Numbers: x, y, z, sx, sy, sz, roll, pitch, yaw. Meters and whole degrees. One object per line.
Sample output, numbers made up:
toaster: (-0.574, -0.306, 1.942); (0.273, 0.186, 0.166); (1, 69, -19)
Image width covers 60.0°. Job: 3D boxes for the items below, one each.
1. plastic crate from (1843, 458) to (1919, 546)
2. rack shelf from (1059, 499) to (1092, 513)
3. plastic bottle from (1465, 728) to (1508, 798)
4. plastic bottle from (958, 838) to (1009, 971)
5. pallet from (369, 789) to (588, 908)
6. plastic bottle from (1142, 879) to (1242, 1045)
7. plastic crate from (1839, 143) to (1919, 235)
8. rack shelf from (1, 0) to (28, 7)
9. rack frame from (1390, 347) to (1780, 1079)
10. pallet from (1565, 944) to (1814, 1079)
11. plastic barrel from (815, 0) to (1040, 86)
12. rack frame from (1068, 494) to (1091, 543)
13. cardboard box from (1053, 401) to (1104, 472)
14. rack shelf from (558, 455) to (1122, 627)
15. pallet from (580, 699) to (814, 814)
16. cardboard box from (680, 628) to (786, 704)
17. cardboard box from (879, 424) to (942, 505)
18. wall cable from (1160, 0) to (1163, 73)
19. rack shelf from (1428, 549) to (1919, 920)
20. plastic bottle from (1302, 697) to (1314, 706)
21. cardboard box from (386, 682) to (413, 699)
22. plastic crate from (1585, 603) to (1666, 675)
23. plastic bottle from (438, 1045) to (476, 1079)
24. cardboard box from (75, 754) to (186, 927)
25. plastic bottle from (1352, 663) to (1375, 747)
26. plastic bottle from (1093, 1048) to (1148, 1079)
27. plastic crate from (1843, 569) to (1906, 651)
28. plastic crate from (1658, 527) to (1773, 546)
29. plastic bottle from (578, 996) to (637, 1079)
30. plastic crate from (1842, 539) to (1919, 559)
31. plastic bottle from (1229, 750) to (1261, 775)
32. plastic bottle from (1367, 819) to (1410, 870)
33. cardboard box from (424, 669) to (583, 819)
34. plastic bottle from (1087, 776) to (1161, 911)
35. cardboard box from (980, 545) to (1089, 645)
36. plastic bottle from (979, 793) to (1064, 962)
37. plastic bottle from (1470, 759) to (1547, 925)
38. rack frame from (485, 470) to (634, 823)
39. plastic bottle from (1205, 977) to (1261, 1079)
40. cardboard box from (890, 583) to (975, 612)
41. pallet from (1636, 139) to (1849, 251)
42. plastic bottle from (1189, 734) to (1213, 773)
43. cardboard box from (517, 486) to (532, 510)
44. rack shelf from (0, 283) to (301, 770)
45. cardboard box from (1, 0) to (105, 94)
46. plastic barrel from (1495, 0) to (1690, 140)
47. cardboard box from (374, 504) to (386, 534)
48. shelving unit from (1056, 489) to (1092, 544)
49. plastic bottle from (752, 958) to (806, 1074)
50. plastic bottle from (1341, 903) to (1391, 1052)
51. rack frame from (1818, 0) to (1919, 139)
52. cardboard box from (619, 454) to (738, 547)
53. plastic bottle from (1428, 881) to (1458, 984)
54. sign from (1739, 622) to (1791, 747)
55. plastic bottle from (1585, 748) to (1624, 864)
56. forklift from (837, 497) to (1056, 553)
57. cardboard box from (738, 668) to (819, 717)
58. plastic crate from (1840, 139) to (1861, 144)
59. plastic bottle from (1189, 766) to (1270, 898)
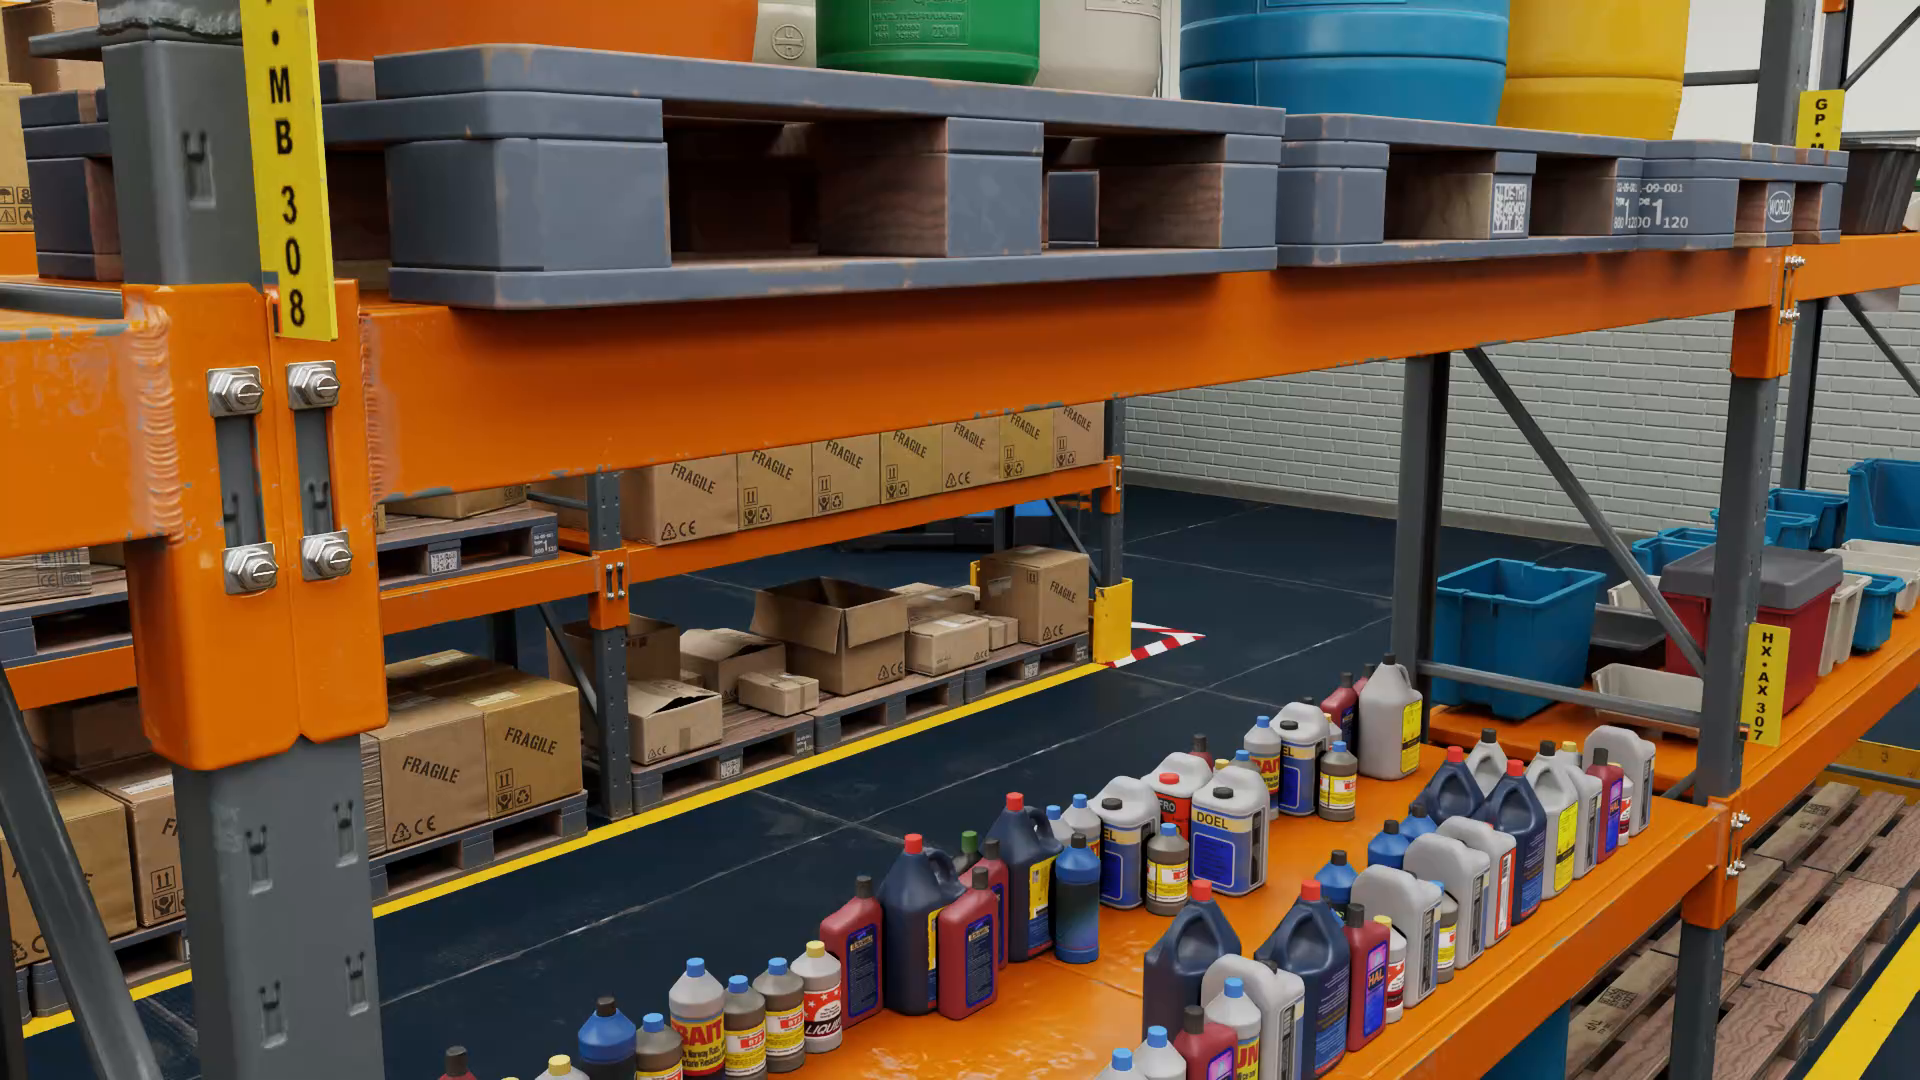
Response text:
plastic crate: (4.285, -0.113, 7.374); (0.616, 0.435, 0.499); (10, 15, 40)
rack shelf: (0.993, -0.284, 14.510); (0.258, 0.103, 0.180); (8, 13, 37)
plastic bottle: (1.256, 0.632, 4.013); (0.144, 0.351, 0.185); (10, 15, 40)
plastic bottle: (0.042, 0.773, 3.480); (0.061, 0.283, 0.133); (10, 15, 40)
pallet: (-2.501, 1.300, 7.663); (1.003, 0.211, 1.213); (10, 15, 40)
plastic bottle: (0.434, 0.813, 3.108); (0.144, 0.351, 0.185); (10, 15, 40)
plastic crate: (2.752, -1.105, 5.261); (0.497, 0.269, 0.590); (10, 15, 40)
rack shelf: (-7.036, -2.931, 9.266); (1.077, 0.370, 4.000); (10, 15, 40)
rack frame: (1.726, 0.449, 4.804); (1.000, 3.000, 0.127); (10, 15, 40)
pallet: (2.182, 1.703, 5.644); (1.003, 0.211, 1.213); (10, 15, 40)
plastic barrel: (-0.043, -0.689, 2.170); (0.294, 0.245, 0.294); (0, 11, 0)
rack frame: (1.050, -0.577, 14.531); (0.240, 1.200, 0.006); (8, 13, 37)
cardboard box: (0.557, -0.728, 10.444); (0.500, 0.500, 0.500); (10, 15, 42)
rack shelf: (-0.672, -0.133, 9.557); (1.077, 0.370, 4.000); (10, 15, 40)
pallet: (-1.539, 1.075, 8.792); (1.003, 0.211, 1.213); (10, 15, 40)
cardboard box: (-1.335, 0.680, 9.389); (0.500, 0.311, 0.500); (10, 15, 40)
cardboard box: (-0.449, -0.505, 9.324); (0.500, 0.500, 0.500); (9, 15, 40)
wall cable: (2.958, -5.752, 15.569); (3.097, 2.526, 0.112); (10, 15, 40)
rack shelf: (3.046, 0.508, 6.348); (1.077, 0.370, 4.000); (10, 15, 40)
plastic bottle: (0.948, 0.564, 4.556); (0.097, 0.271, 0.097); (0, 11, 0)
cardboard box: (-2.839, 0.938, 7.616); (0.500, 0.500, 0.500); (10, 15, 41)
plastic crate: (2.263, 0.355, 5.824); (0.437, 0.125, 0.590); (10, 15, 40)
plastic bottle: (-0.816, 0.946, 2.613); (0.061, 0.283, 0.133); (10, 15, 40)
cardboard box: (-3.101, 1.148, 6.562); (0.500, 0.500, 0.500); (9, 14, 38)
plastic bottle: (1.163, 0.505, 4.822); (0.061, 0.283, 0.133); (10, 15, 40)
plastic bottle: (0.257, 0.944, 2.657); (0.097, 0.271, 0.097); (0, 11, 0)
plastic crate: (3.203, 0.249, 6.082); (0.416, 0.233, 0.300); (10, 15, 40)
plastic crate: (3.087, 0.101, 6.823); (0.416, 0.233, 0.300); (10, 15, 40)
plastic bottle: (-0.598, 0.909, 2.831); (0.097, 0.271, 0.097); (0, 11, 0)
plastic crate: (3.964, 0.104, 7.053); (0.396, 0.136, 0.243); (10, 15, 40)
plastic bottle: (0.731, 0.647, 4.320); (0.097, 0.201, 0.097); (0, 11, 0)
plastic bottle: (0.939, 0.746, 3.645); (0.097, 0.271, 0.097); (0, 11, 0)
cardboard box: (-2.103, 0.928, 7.666); (0.500, 0.500, 0.500); (10, 15, 40)
plastic bottle: (0.370, 0.699, 3.869); (0.152, 0.276, 0.135); (10, 15, 40)
cardboard box: (0.474, 0.342, 10.602); (0.500, 0.500, 0.500); (10, 15, 40)
plastic bottle: (0.133, 0.714, 3.603); (0.144, 0.351, 0.185); (10, 15, 40)
plastic bottle: (1.243, 0.678, 3.784); (0.144, 0.351, 0.185); (10, 15, 40)
rack frame: (-1.993, -0.192, 8.013); (1.000, 3.000, 0.127); (10, 15, 40)
plastic bottle: (0.473, 0.895, 2.898); (0.097, 0.271, 0.097); (0, 11, 0)
cardboard box: (-0.254, 0.469, 10.601); (0.500, 0.250, 0.500); (10, 15, 40)
pallet: (1.282, -0.801, 3.888); (1.213, 0.211, 1.003); (10, 15, 40)
plastic bottle: (0.577, 0.636, 4.167); (0.061, 0.283, 0.133); (10, 15, 40)
cardboard box: (-3.793, -0.211, 13.418); (0.700, 0.500, 0.500); (10, 15, 40)
rack shelf: (-2.235, 0.214, 0.161); (1.077, 0.370, 4.000); (10, 15, 40)
cardboard box: (-3.259, -1.706, 6.351); (0.600, 0.600, 0.600); (9, 14, 38)
plastic barrel: (1.276, -1.160, 3.647); (0.600, 0.588, 0.600); (0, 11, 0)
cardboard box: (-2.880, -0.297, 7.211); (0.500, 0.500, 0.700); (-9, 15, -39)
shelving unit: (0.995, -0.564, 14.459); (0.258, 1.200, 0.189); (8, 13, 37)
plastic bottle: (-0.340, 0.886, 3.125); (0.097, 0.201, 0.097); (0, 11, 0)
plastic bottle: (0.774, 0.828, 3.206); (0.061, 0.283, 0.133); (10, 15, 40)
rack frame: (4.366, -3.081, 7.163); (1.000, 3.000, 0.127); (10, 15, 40)
cardboard box: (-1.452, -0.281, 8.203); (0.500, 0.500, 0.500); (10, 15, 42)
plastic bottle: (0.989, 0.815, 3.481); (0.097, 0.201, 0.097); (0, 11, 0)
sign: (2.138, 0.385, 4.420); (0.100, 0.325, 0.005); (10, 15, 40)
plastic bottle: (1.590, 0.646, 4.116); (0.061, 0.283, 0.133); (10, 15, 40)
forklift: (-0.698, -1.432, 14.397); (3.031, 2.935, 1.130); (0, 11, -1)
cardboard box: (-0.990, 0.819, 9.061); (0.380, 0.166, 0.250); (10, 15, 40)
plastic crate: (3.151, -1.391, 6.516); (0.504, 0.338, 0.767); (10, 15, 40)
plastic bottle: (0.637, 0.685, 3.941); (0.152, 0.276, 0.135); (10, 15, 40)
